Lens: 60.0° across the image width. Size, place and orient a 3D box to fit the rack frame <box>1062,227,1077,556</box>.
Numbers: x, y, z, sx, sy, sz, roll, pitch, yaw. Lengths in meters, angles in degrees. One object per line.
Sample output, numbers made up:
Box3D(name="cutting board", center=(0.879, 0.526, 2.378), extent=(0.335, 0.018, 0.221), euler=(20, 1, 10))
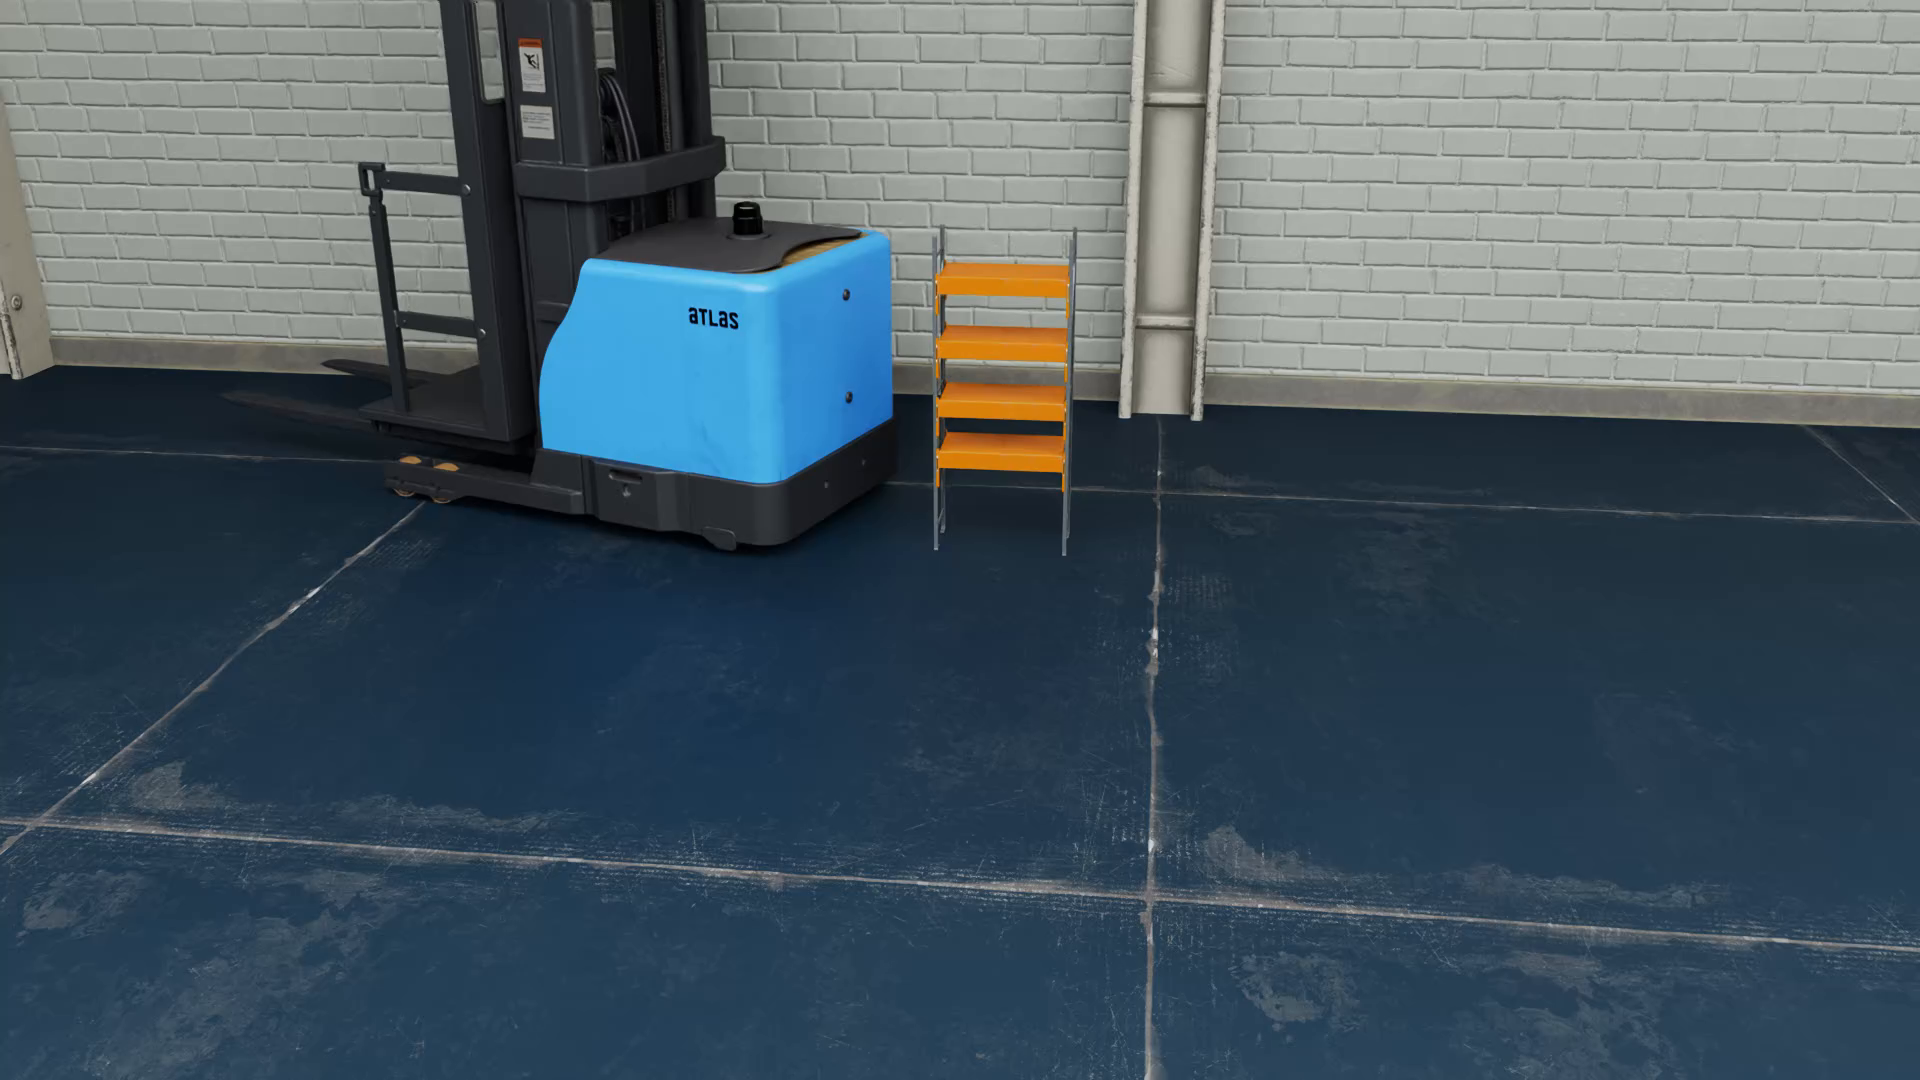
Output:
Box3D(name="rack frame", center=(0.407, -0.540, 6.174), extent=(0.015, 1.200, 0.240), euler=(2, 22, 6))

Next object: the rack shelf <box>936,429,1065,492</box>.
Box3D(name="rack shelf", center=(0.164, -0.304, 6.299), extent=(0.480, 0.148, 0.258), euler=(2, 22, 6))

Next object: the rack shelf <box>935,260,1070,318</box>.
Box3D(name="rack shelf", center=(0.164, -0.916, 6.057), extent=(0.480, 0.148, 0.258), euler=(2, 22, 6))

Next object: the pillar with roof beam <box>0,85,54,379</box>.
Box3D(name="pillar with roof beam", center=(-5.496, -3.502, 3.058), extent=(0.400, 9.000, 9.100), euler=(2, 22, 6))

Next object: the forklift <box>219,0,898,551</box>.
Box3D(name="forklift", center=(-1.819, -1.674, 6.687), extent=(3.031, 2.935, 1.130), euler=(10, 24, 24))

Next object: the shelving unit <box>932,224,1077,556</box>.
Box3D(name="shelving unit", center=(0.164, -0.551, 6.201), extent=(0.503, 1.200, 0.258), euler=(2, 22, 6))

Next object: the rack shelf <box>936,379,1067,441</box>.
Box3D(name="rack shelf", center=(0.164, -0.488, 6.226), extent=(0.480, 0.148, 0.258), euler=(2, 22, 6))

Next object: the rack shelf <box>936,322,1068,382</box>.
Box3D(name="rack shelf", center=(0.164, -0.696, 6.144), extent=(0.480, 0.148, 0.258), euler=(2, 22, 6))

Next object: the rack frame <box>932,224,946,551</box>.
Box3D(name="rack frame", center=(-0.078, -0.561, 6.228), extent=(0.015, 1.200, 0.240), euler=(2, 22, 6))

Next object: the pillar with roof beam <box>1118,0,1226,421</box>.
Box3D(name="pillar with roof beam", center=(0.462, -3.242, 2.401), extent=(0.400, 9.000, 9.100), euler=(2, 22, 6))
